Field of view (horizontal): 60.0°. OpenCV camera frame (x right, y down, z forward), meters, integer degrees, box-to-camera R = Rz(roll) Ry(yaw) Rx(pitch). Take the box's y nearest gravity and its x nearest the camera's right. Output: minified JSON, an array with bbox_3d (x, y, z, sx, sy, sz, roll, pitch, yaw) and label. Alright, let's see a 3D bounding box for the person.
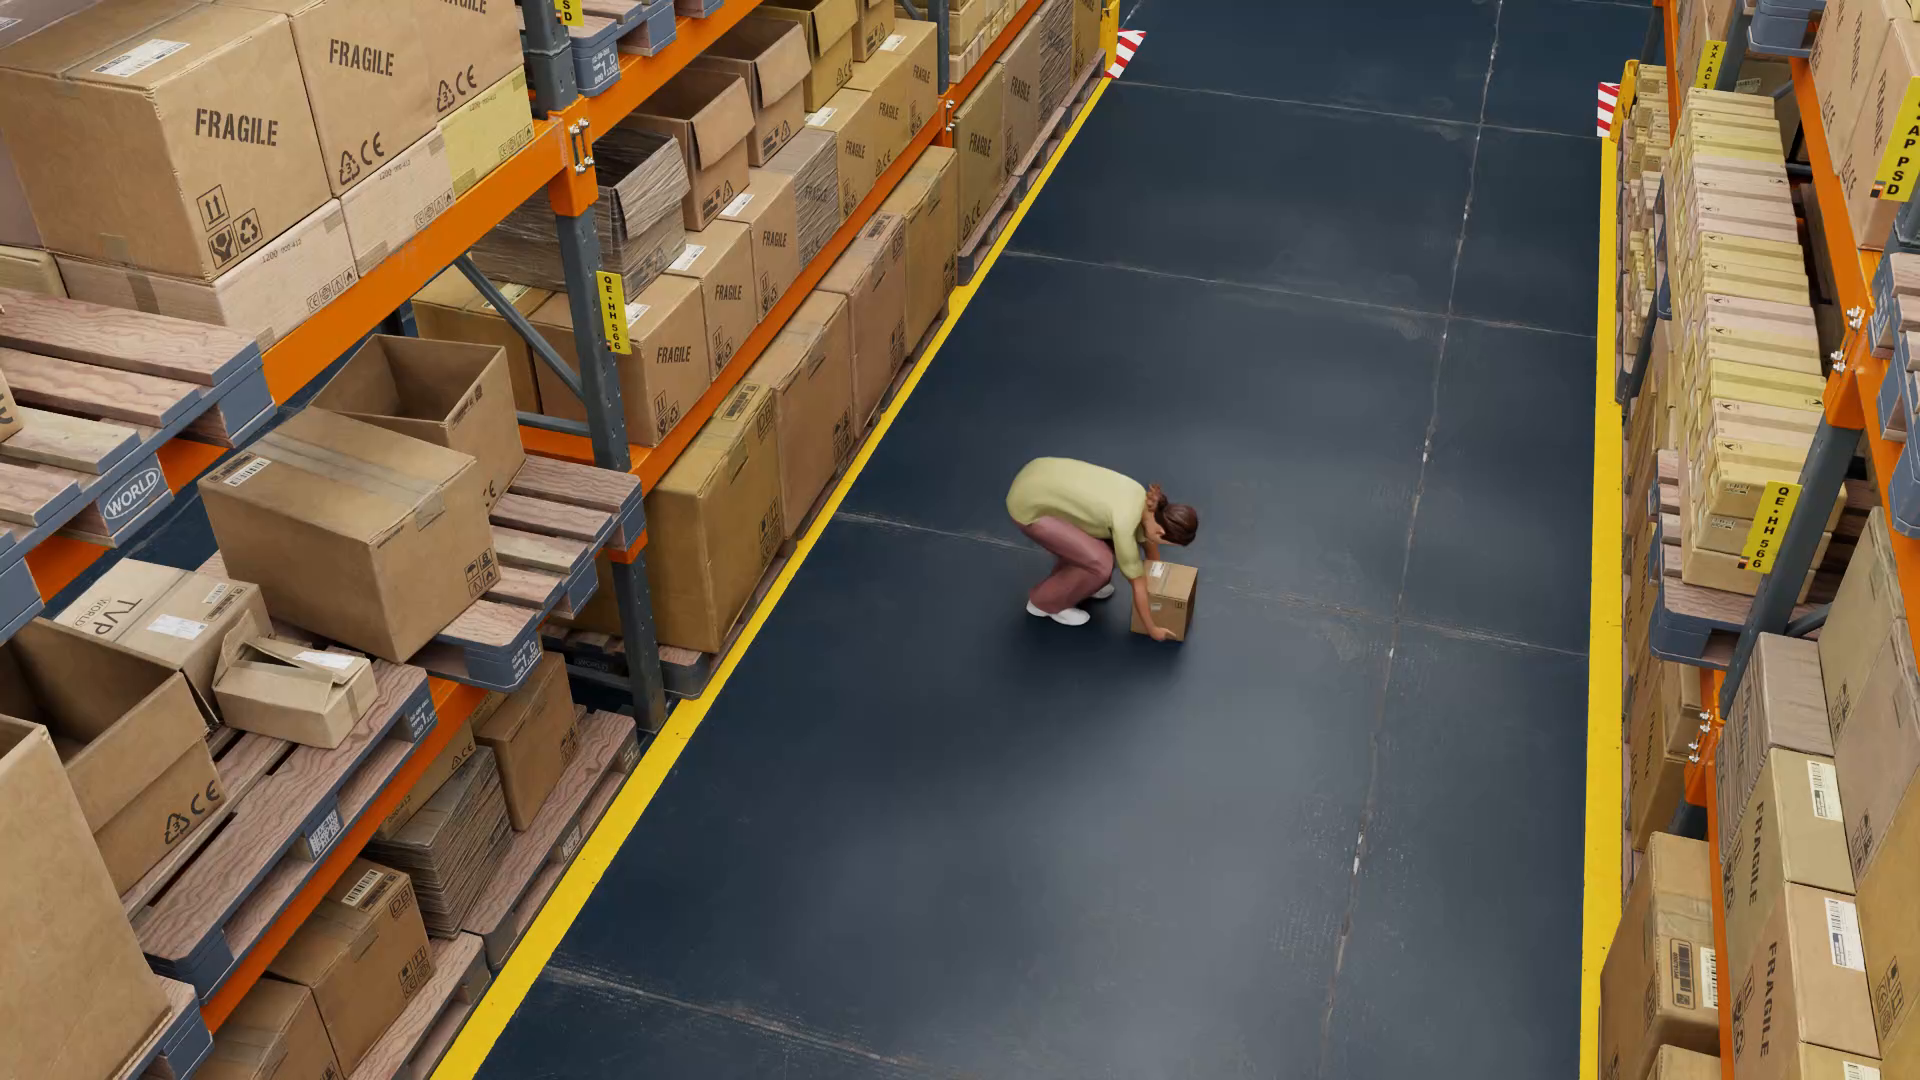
[{"bbox_3d":[0.526,-0.373,7.386,0.541,1.669,0.444,11,38,14],"label":"person"}]
